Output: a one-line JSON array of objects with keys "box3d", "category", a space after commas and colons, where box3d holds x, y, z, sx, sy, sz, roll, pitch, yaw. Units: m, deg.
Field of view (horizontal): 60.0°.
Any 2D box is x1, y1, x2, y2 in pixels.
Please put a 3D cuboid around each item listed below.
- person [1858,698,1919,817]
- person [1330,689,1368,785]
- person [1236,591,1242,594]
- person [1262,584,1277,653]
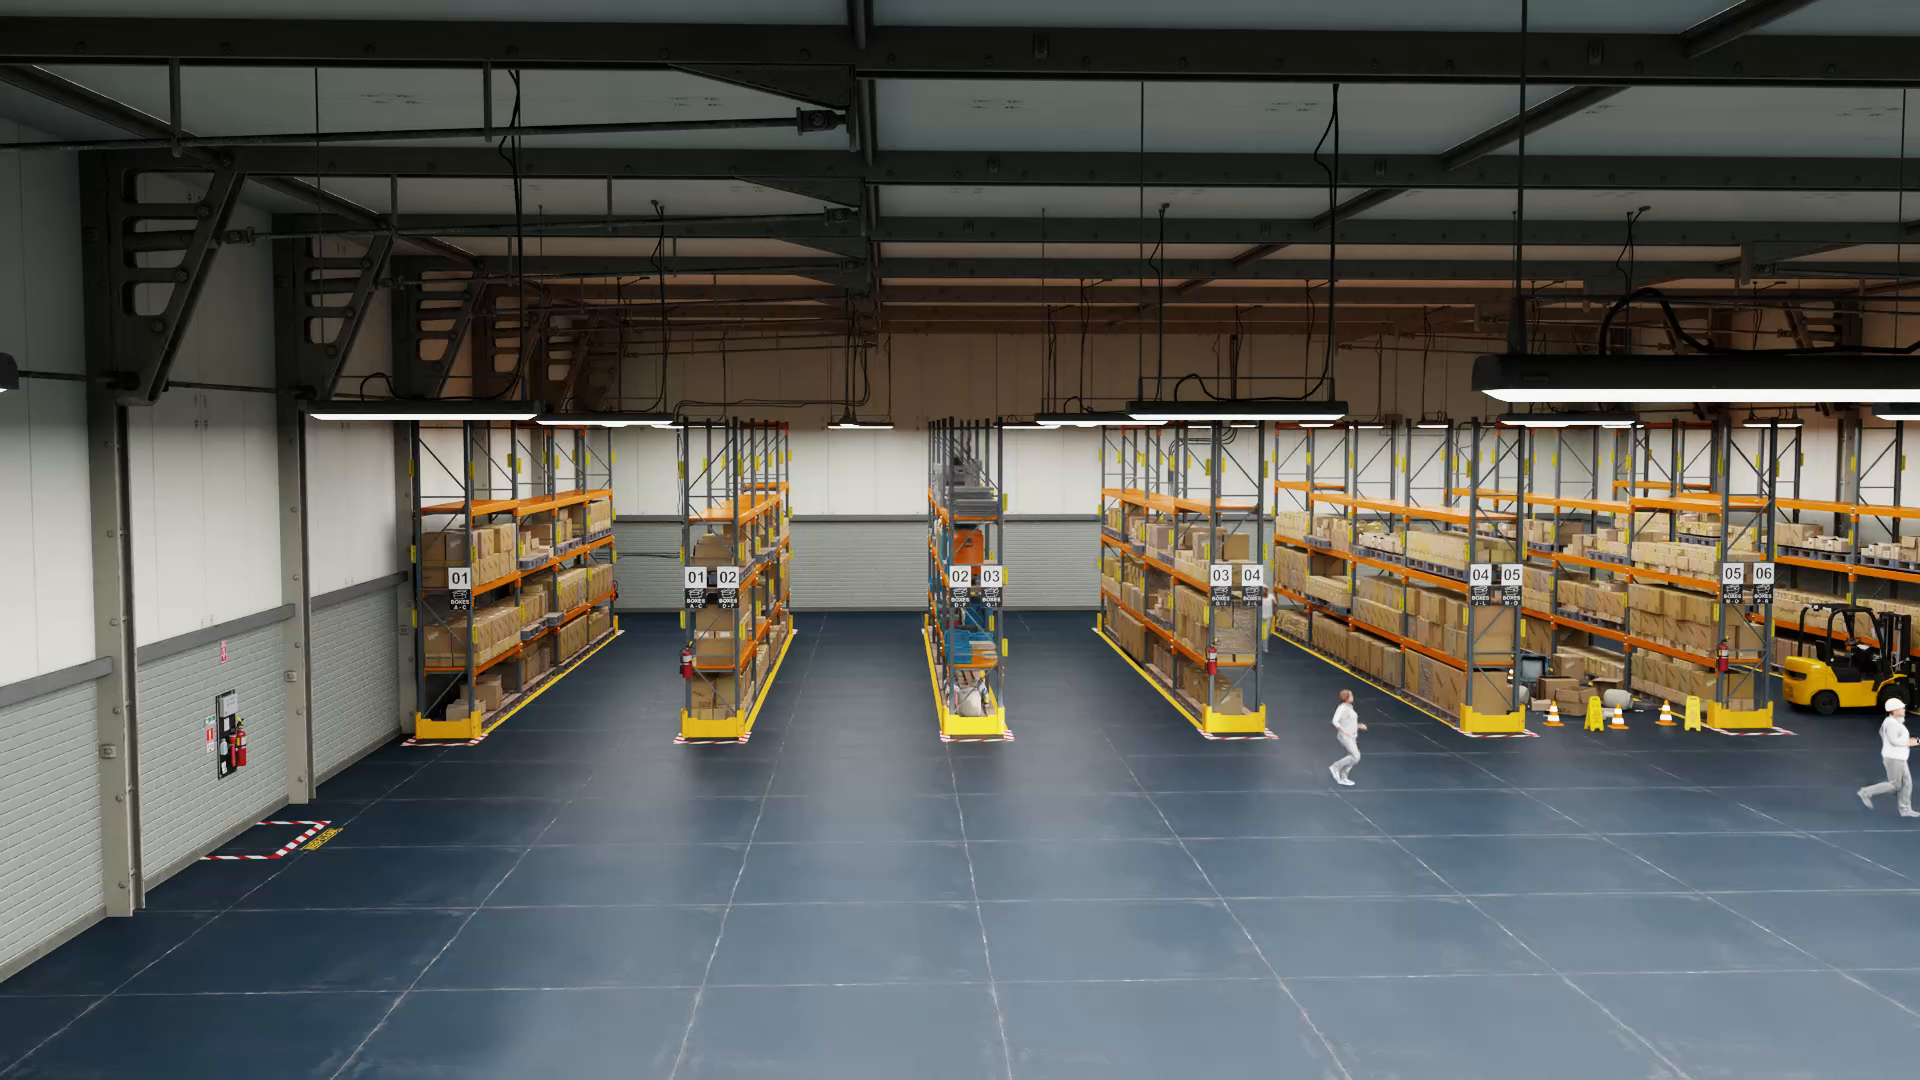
[{"box3d": [13.851, 3.225, 24.698, 0.861, 1.756, 0.662, 2, 4, 32], "category": "person"}, {"box3d": [6.278, 3.189, 26.856, 0.549, 1.554, 0.533, 2, 4, 30], "category": "person"}, {"box3d": [7.850, 1.759, 48.014, 0.743, 1.669, 0.640, 2, 4, 24], "category": "person"}, {"box3d": [7.953, 2.025, 43.466, 0.708, 1.761, 0.862, 0, 4, -1], "category": "person"}]
